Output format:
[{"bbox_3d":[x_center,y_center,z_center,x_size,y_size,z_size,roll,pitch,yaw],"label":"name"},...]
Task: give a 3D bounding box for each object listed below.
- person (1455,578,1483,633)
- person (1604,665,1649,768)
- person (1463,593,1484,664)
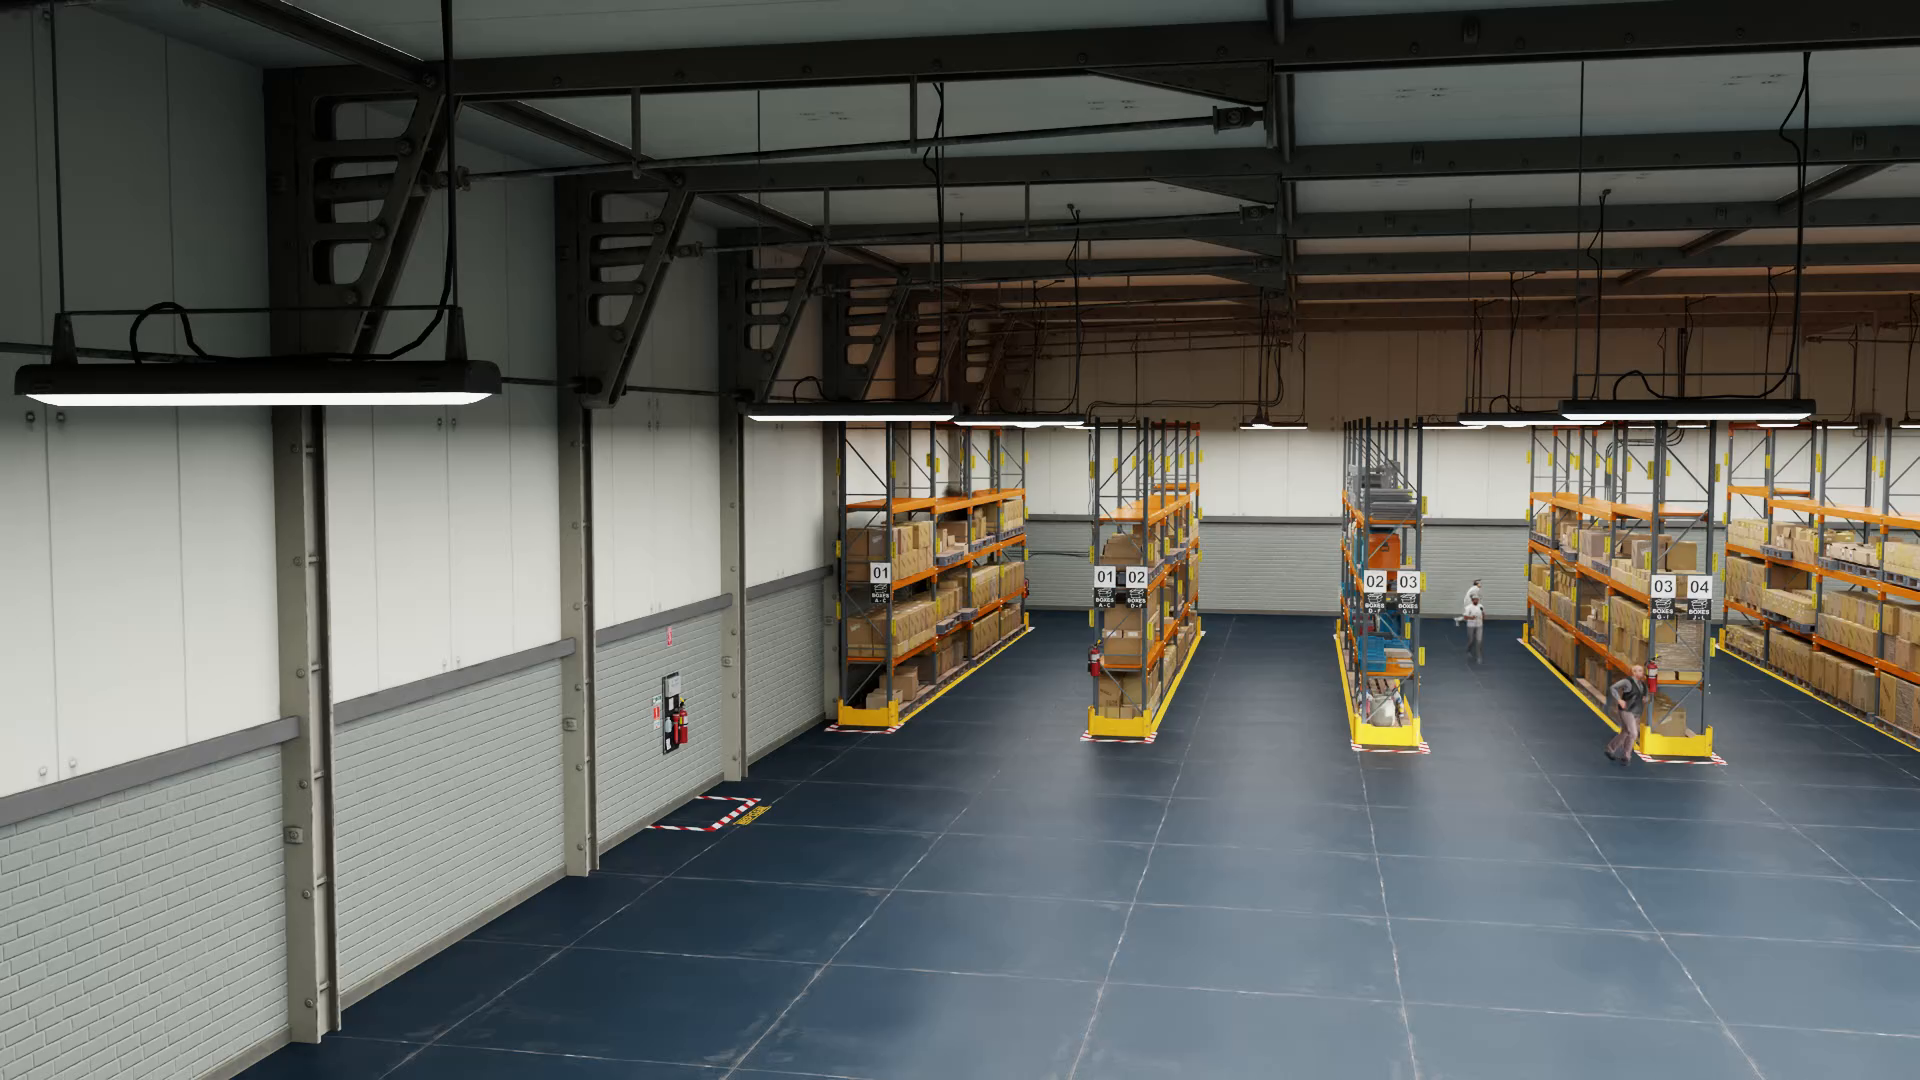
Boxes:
[{"bbox_3d":[14.429,1.886,47.185,0.738,1.611,0.611,1,4,15],"label":"person"},{"bbox_3d":[11.527,3.030,28.697,0.689,1.771,0.692,-2,4,-29],"label":"person"},{"bbox_3d":[12.802,2.180,41.378,0.576,1.711,0.890,0,4,3],"label":"person"}]
